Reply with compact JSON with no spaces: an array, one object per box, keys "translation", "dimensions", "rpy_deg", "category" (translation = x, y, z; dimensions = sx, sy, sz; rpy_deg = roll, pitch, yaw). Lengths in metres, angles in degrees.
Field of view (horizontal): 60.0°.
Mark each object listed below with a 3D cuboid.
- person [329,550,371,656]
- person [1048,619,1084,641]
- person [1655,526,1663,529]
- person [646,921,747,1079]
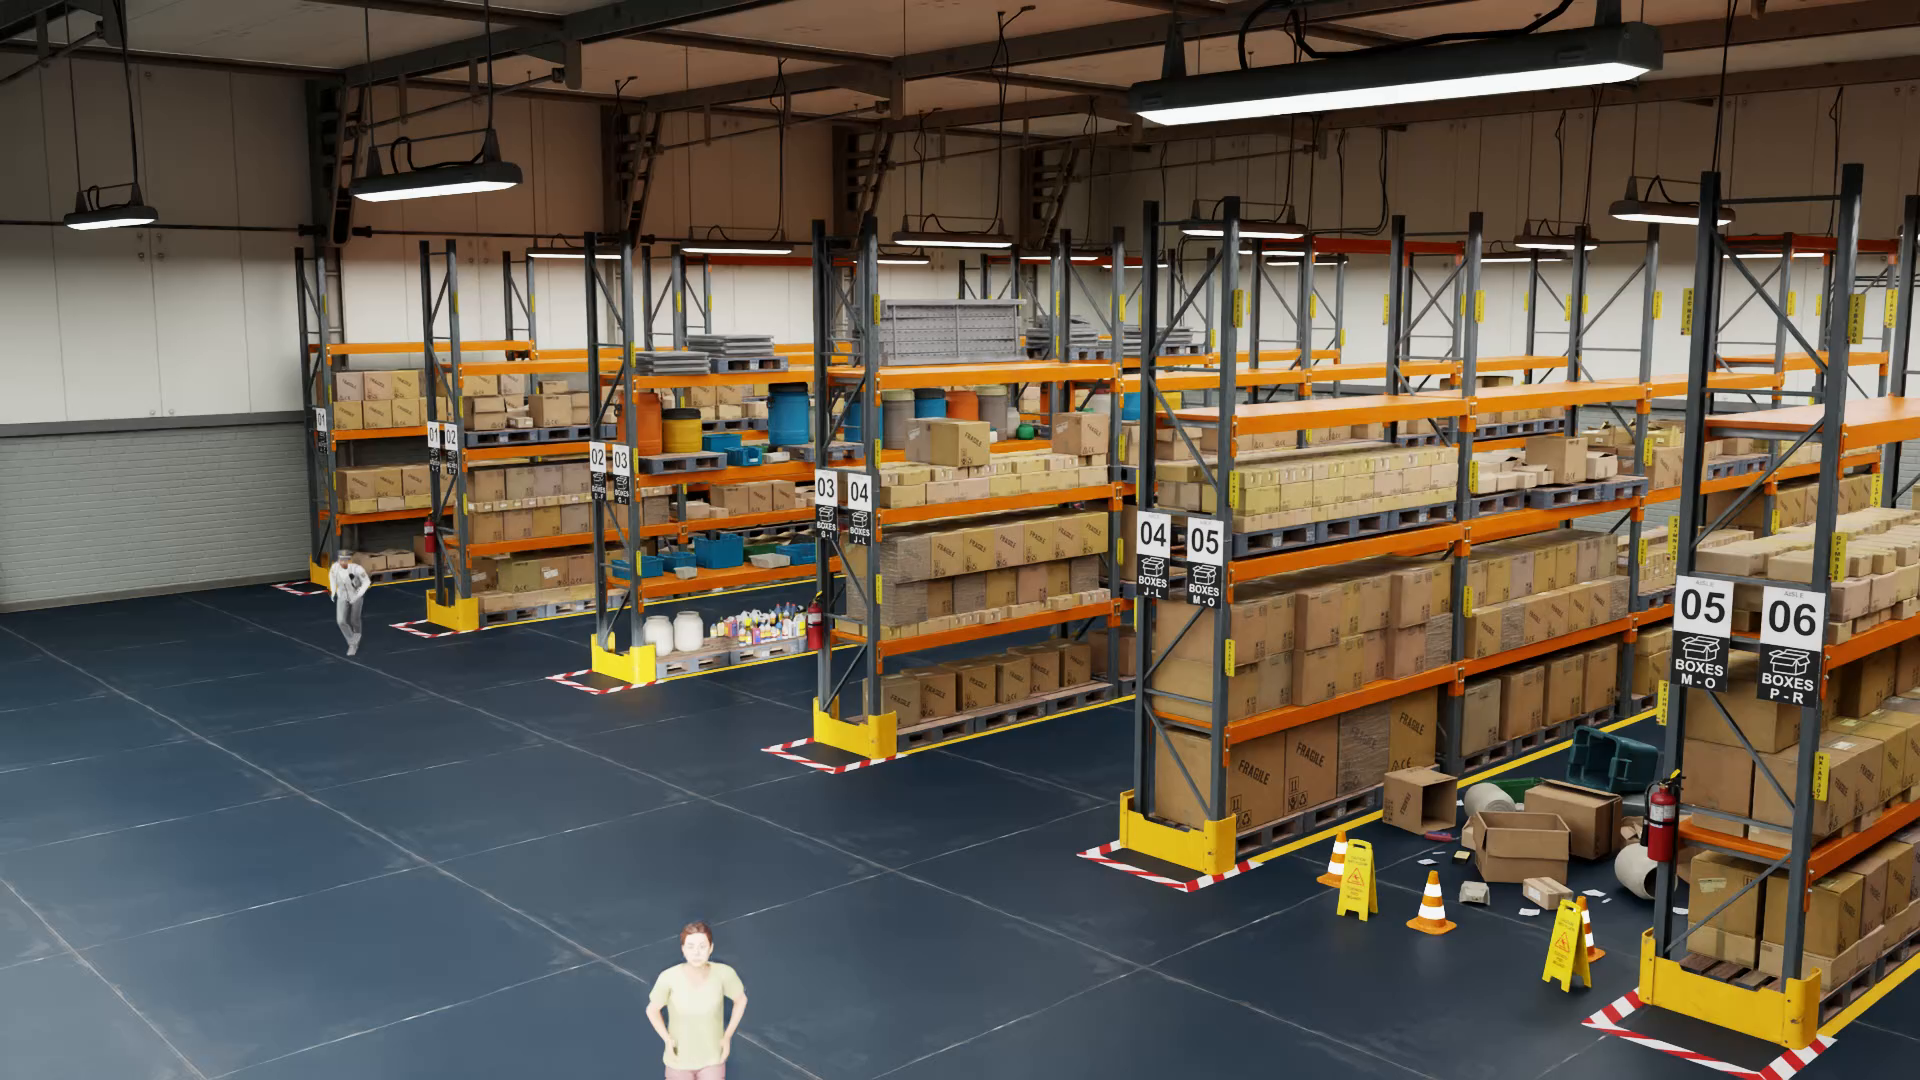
[{"translation":[-8.879,0.872,24.311],"dimensions":[0.613,1.587,0.960],"rpy_deg":[-1,8,-6],"category":"person"},{"translation":[1.493,0.582,23.515],"dimensions":[0.665,1.861,0.688],"rpy_deg":[-8,11,-42],"category":"person"},{"translation":[11.076,0.566,26.039],"dimensions":[0.956,1.633,0.692],"rpy_deg":[-7,11,-40],"category":"person"},{"translation":[-1.502,2.970,9.547],"dimensions":[0.577,1.638,0.752],"rpy_deg":[-2,9,-10],"category":"person"}]
